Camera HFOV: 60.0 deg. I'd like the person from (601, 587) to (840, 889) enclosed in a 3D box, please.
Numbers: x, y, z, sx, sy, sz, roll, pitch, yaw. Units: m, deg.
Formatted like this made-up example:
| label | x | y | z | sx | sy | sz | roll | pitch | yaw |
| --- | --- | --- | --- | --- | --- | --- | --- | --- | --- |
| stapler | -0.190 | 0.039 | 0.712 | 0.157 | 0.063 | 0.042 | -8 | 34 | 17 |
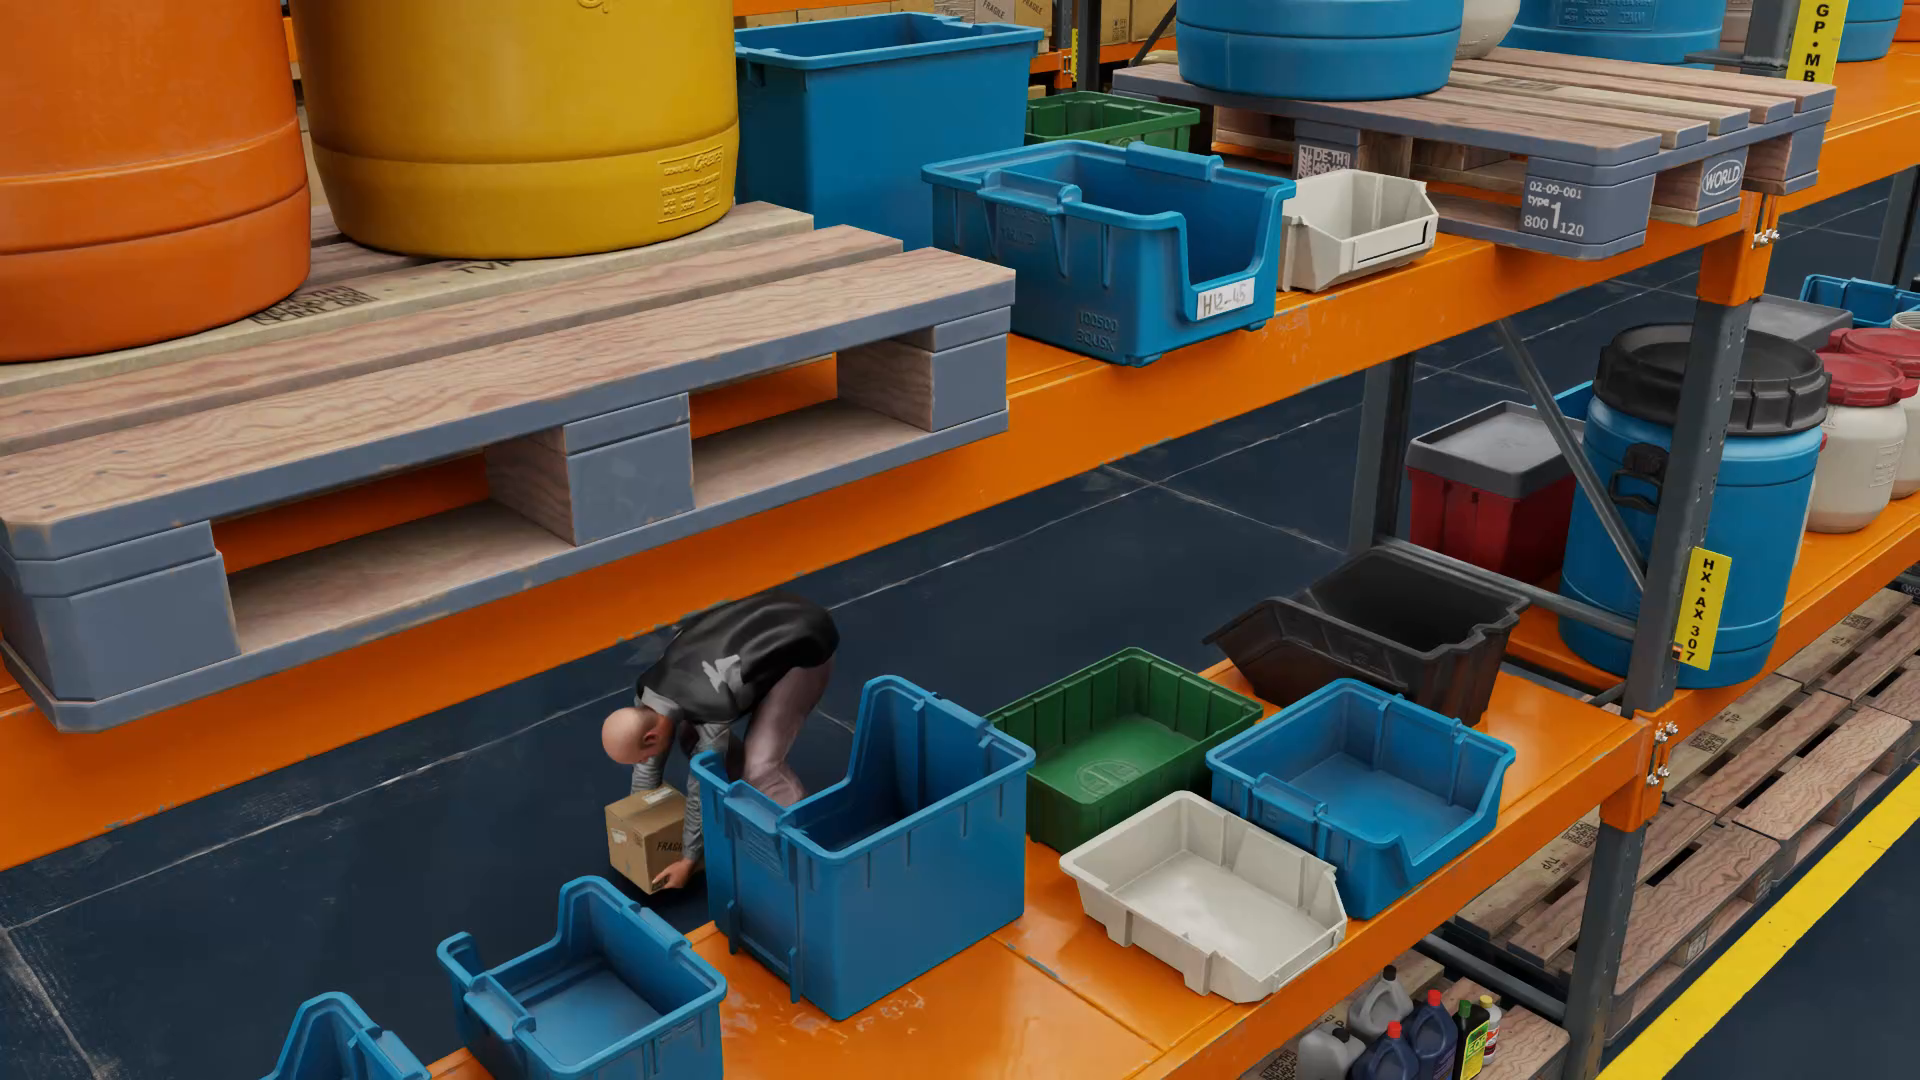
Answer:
| label | x | y | z | sx | sy | sz | roll | pitch | yaw |
| --- | --- | --- | --- | --- | --- | --- | --- | --- | --- |
| person | -0.854 | 0.705 | 5.958 | 0.508 | 0.987 | 0.945 | 22 | 32 | 39 |
